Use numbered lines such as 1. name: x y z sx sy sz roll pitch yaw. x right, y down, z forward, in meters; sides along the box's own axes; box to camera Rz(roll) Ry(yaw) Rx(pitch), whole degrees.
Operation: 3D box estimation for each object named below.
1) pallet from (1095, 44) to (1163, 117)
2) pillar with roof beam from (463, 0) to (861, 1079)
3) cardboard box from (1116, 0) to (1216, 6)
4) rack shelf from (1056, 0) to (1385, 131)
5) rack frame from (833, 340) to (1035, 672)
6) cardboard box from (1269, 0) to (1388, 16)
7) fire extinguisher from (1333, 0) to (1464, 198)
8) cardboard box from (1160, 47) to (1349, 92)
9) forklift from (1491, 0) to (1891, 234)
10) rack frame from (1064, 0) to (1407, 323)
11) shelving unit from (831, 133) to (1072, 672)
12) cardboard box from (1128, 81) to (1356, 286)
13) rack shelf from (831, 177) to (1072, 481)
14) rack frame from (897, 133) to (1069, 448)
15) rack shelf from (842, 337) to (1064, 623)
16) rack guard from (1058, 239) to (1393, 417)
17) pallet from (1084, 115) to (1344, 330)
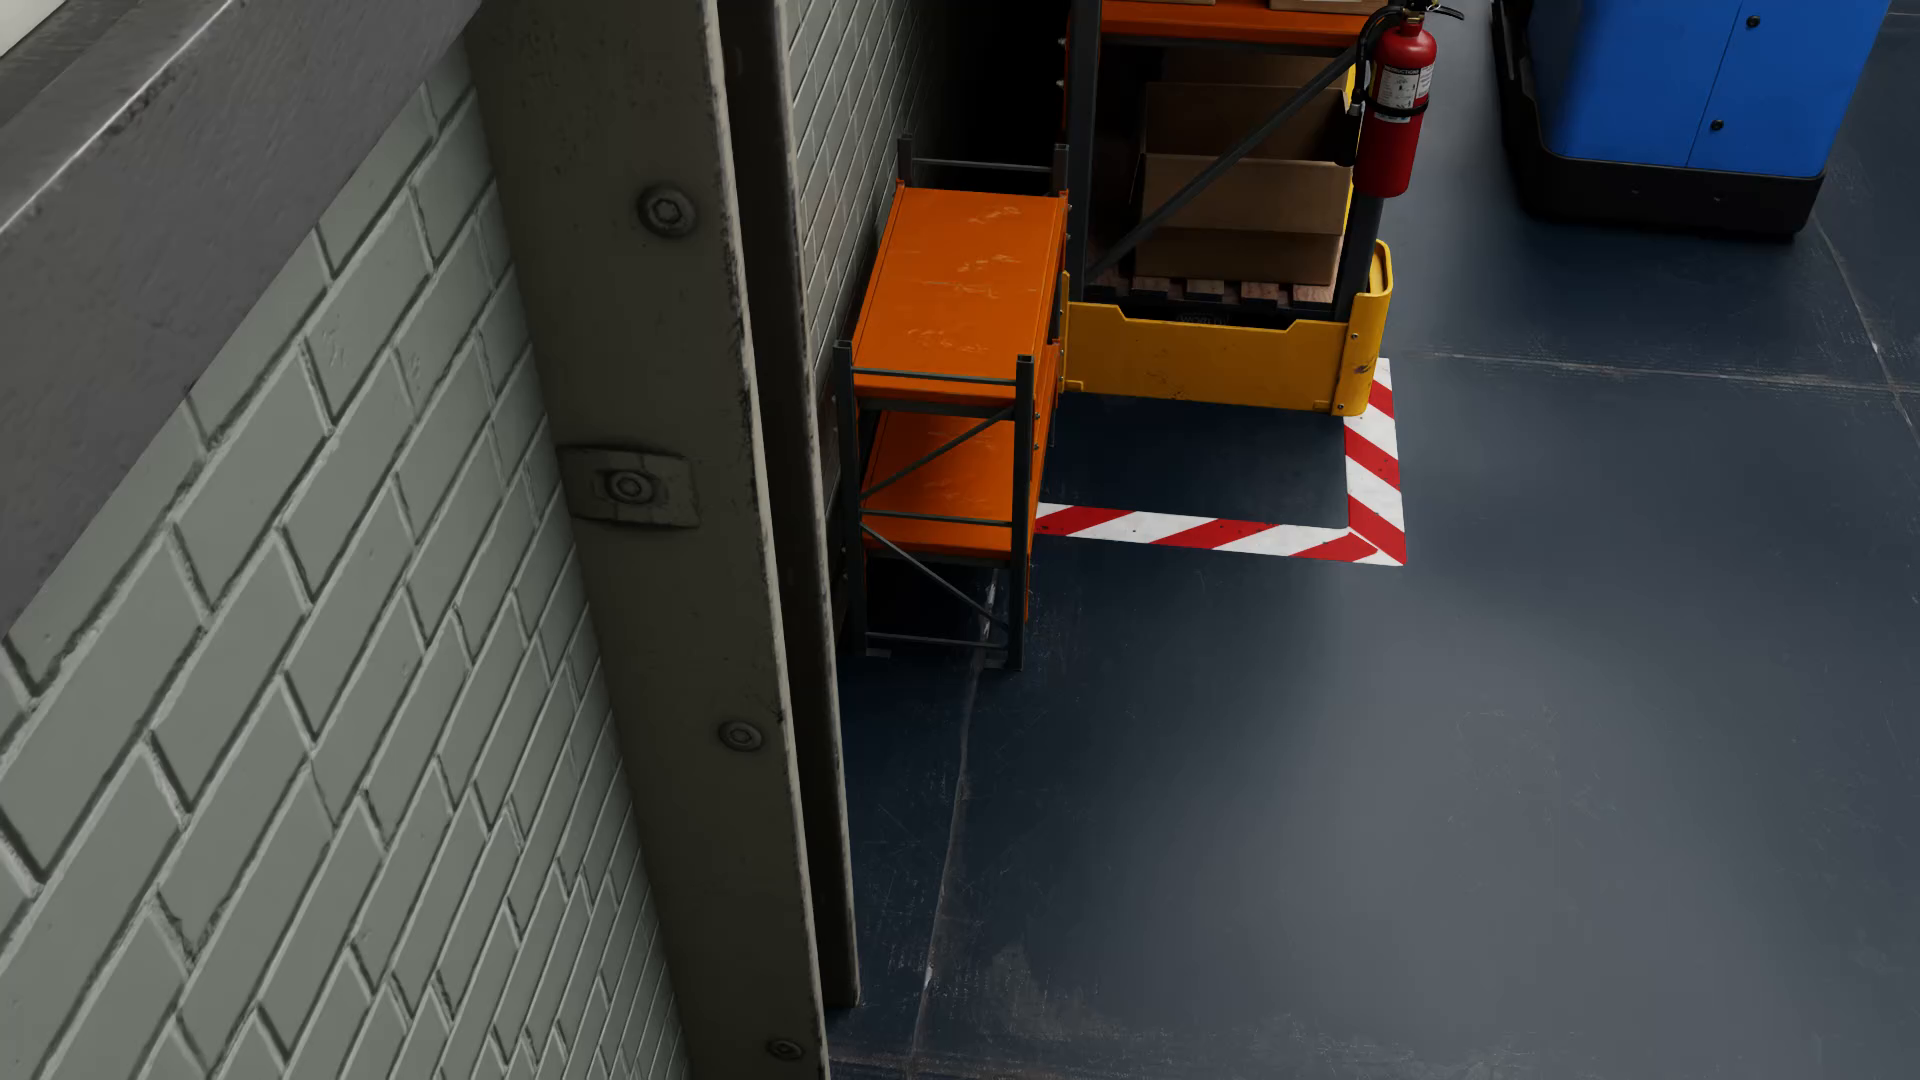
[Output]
1. pallet: 1.106 -2.036 7.247 1.003 0.211 1.213 5 44 6
2. pillar with roof beam: 3.845 -1.656 0.454 9.100 9.000 0.400 5 44 6
3. cardboard box: 0.605 -1.783 5.135 0.380 0.149 0.250 5 44 5
4. rack shelf: 1.092 -2.726 6.471 1.077 0.370 4.000 5 44 6
5. rack frame: -0.066 -0.058 4.493 0.500 1.125 0.032 5 44 5
6. cardboard box: 1.143 -1.732 5.080 0.380 0.149 0.250 5 44 5
7. fire extinguisher: 1.266 -1.319 4.788 0.296 0.674 0.183 5 44 6
8. cardboard box: 1.154 -1.856 6.542 0.700 0.500 0.500 7 44 7
9. forklift: 3.002 -3.262 6.563 1.130 2.935 3.031 7 44 7
10. rack frame: 0.827 -1.624 4.784 1.000 3.000 0.127 5 44 6
11. shelving unit: 0.000 -0.404 4.859 0.538 1.125 1.048 5 44 5
12. cardboard box: 1.002 -1.279 5.929 0.797 0.503 0.637 4 44 4
13. rack shelf: 0.000 -0.617 4.657 0.538 0.278 1.000 5 44 5
14. rack frame: 0.067 -0.751 5.225 0.500 1.125 0.032 5 44 5
15. rack shelf: 0.001 -0.227 5.027 0.538 0.278 1.000 5 44 5
16. rack guard: 0.837 -0.768 5.698 1.175 0.500 0.348 5 44 6
17. pallet: 0.942 -1.207 6.371 1.003 0.211 1.213 5 44 6
